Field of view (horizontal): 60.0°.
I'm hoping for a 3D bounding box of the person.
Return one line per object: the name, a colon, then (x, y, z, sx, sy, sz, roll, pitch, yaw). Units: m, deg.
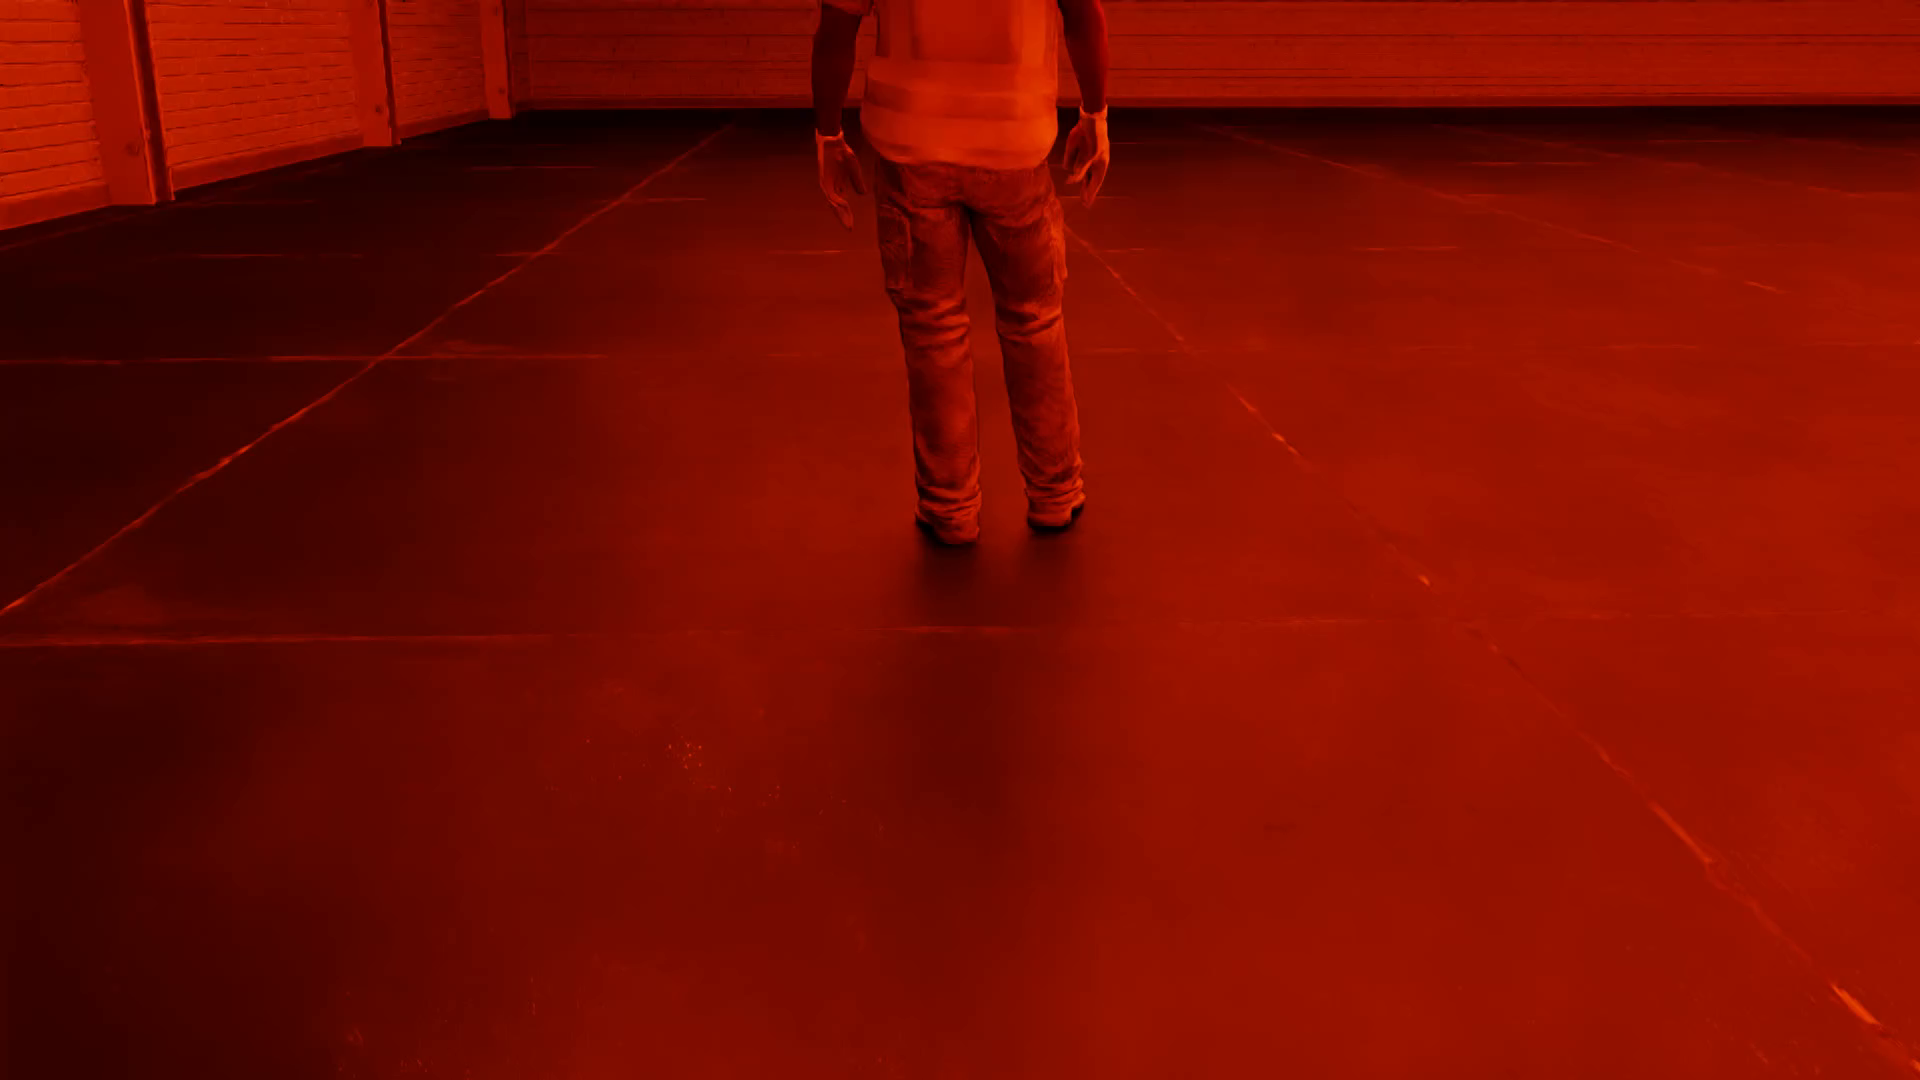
person: (0.004, -0.881, 3.724, 0.655, 1.782, 0.576, -1, 17, -3)
